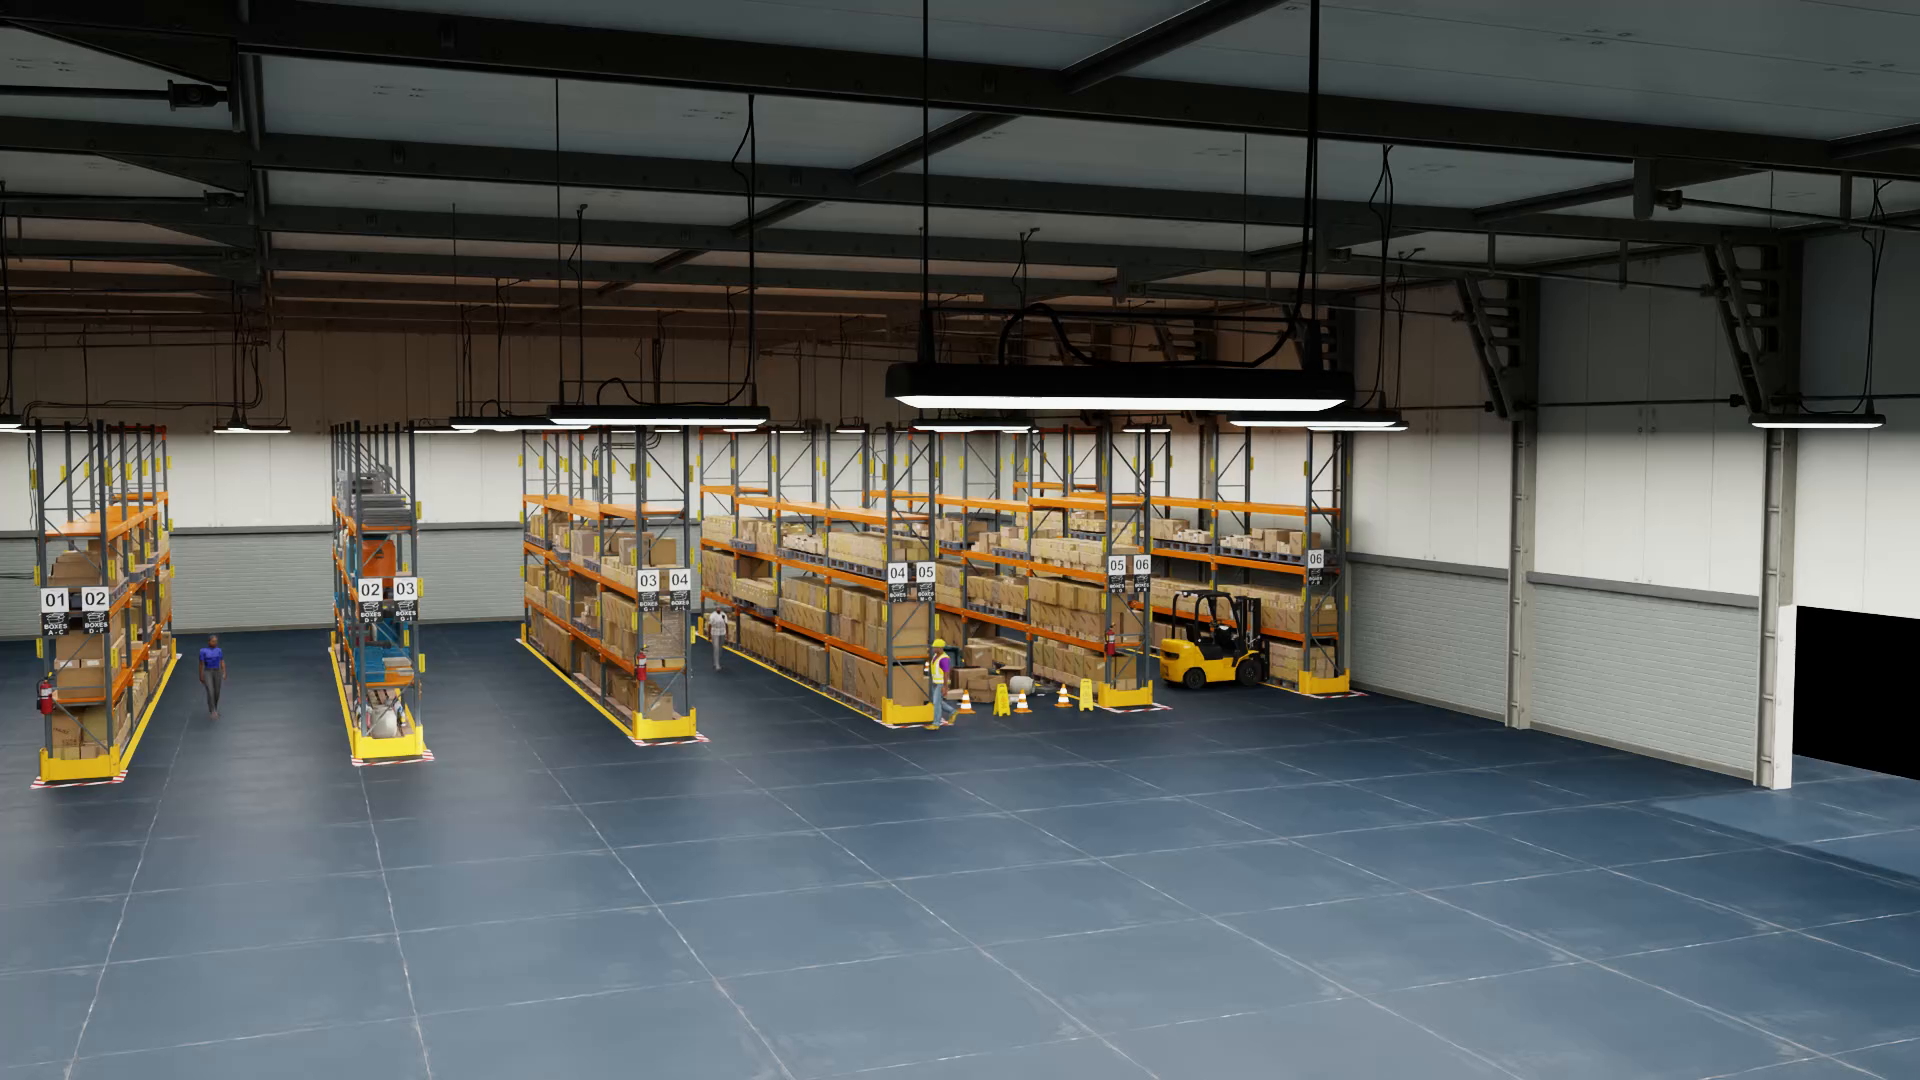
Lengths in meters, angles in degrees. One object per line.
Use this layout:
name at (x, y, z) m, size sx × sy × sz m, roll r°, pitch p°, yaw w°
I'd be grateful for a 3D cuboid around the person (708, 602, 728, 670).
person at (-5.912, 2.336, 40.800) m, size 0.488 × 1.632 × 0.951 m, roll -2°, pitch 4°, yaw -33°

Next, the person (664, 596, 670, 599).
person at (-8.162, 1.980, 45.674) m, size 0.661 × 1.717 × 1.114 m, roll -2°, pitch 4°, yaw -27°

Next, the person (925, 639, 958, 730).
person at (-0.369, 2.809, 32.518) m, size 0.762 × 1.753 × 0.633 m, roll -1°, pitch 4°, yaw -21°

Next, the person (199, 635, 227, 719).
person at (-15.251, 2.799, 34.033) m, size 0.734 × 1.655 × 0.471 m, roll 3°, pitch 5°, yaw 41°
